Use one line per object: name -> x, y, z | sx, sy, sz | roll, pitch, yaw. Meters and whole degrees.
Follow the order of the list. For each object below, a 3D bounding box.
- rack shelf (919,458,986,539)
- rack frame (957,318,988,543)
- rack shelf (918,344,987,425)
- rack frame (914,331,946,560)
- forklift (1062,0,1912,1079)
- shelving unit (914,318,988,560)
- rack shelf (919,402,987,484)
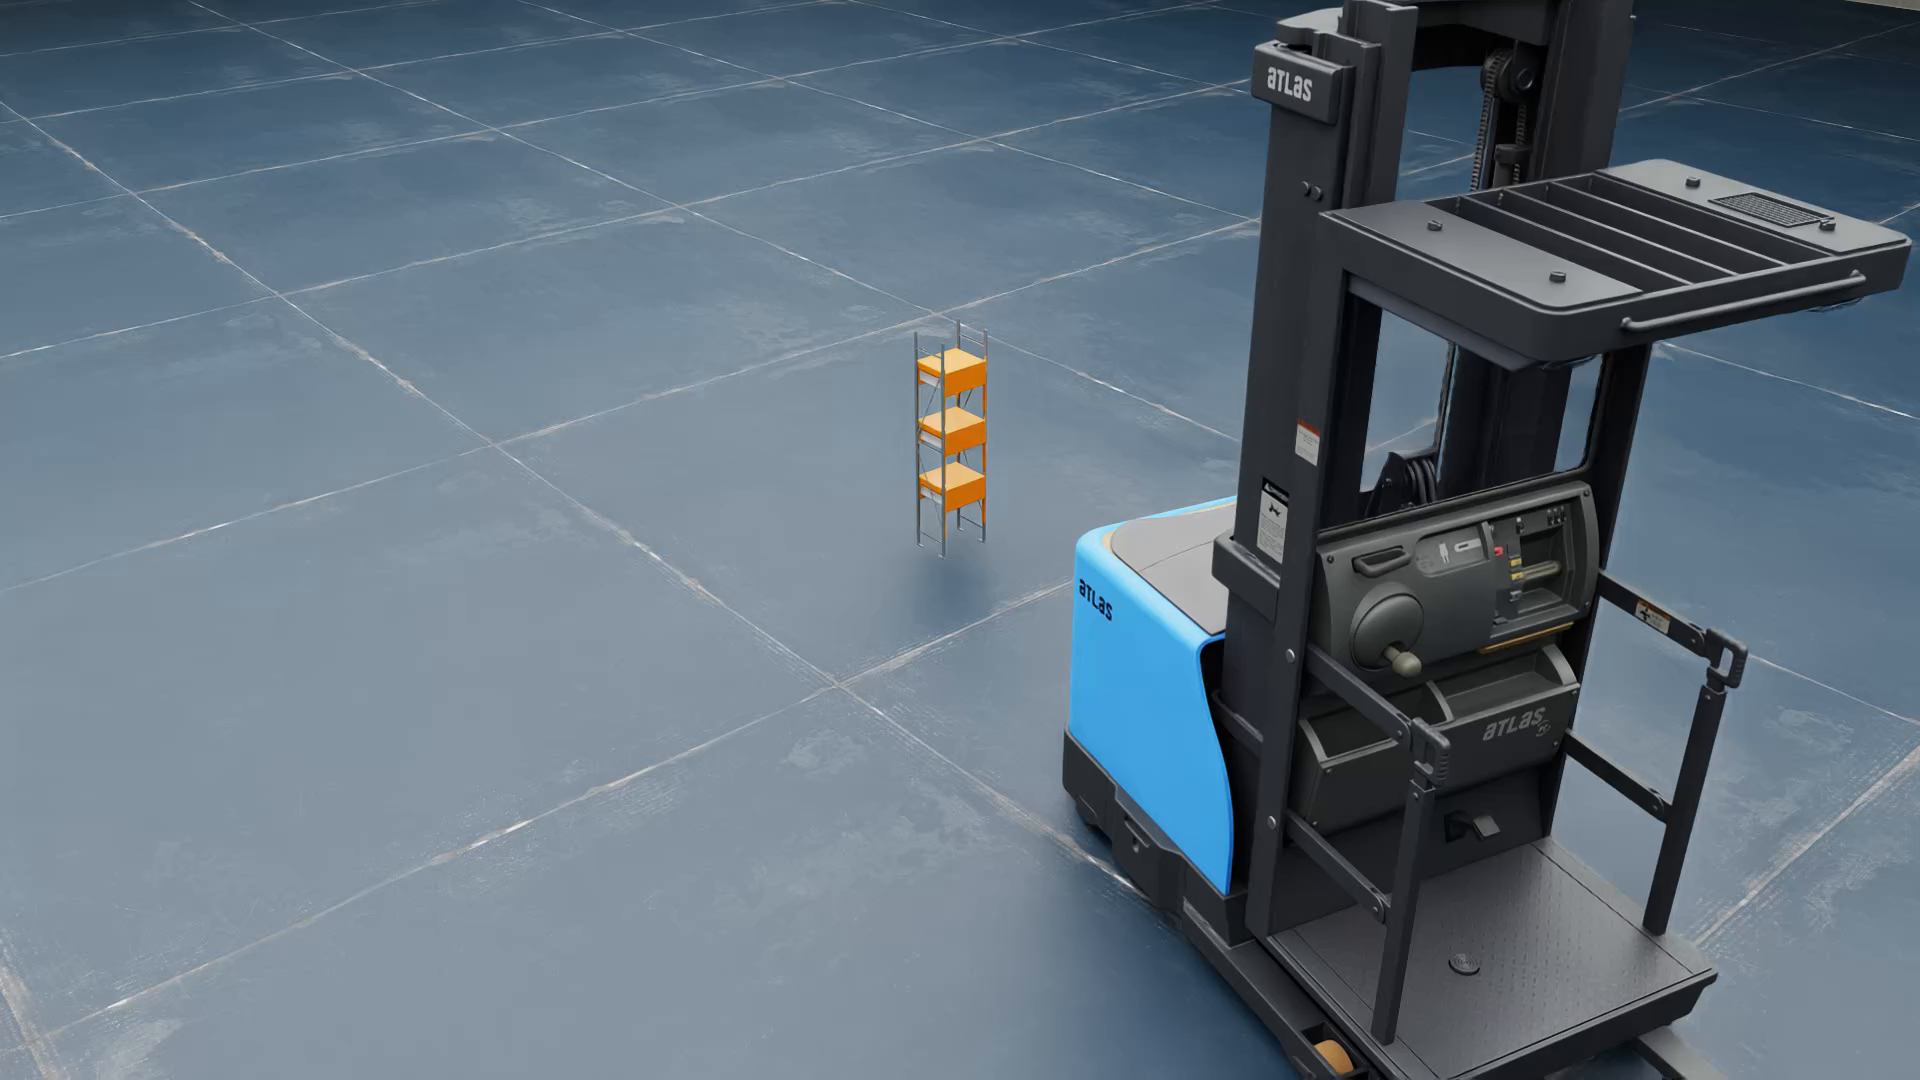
rack shelf -> -0.041, -0.192, 7.608 | 0.240, 0.259, 0.215 | -22, 35, -35
rack frame -> 0.052, -0.484, 7.542 | 0.008, 1.050, 0.200 | -22, 35, -35
rack shelf -> -0.041, -0.688, 7.343 | 0.240, 0.259, 0.215 | -22, 35, -35
rack frame -> -0.134, -0.409, 7.402 | 0.008, 1.050, 0.200 | -22, 35, -35
forklift -> 1.464, 0.152, 4.355 | 1.130, 2.935, 3.031 | -13, 31, -23
shelving unit -> -0.041, -0.447, 7.472 | 0.252, 1.050, 0.215 | -22, 35, -35
rack shelf -> -0.041, -0.437, 7.477 | 0.240, 0.259, 0.215 | -22, 35, -35
